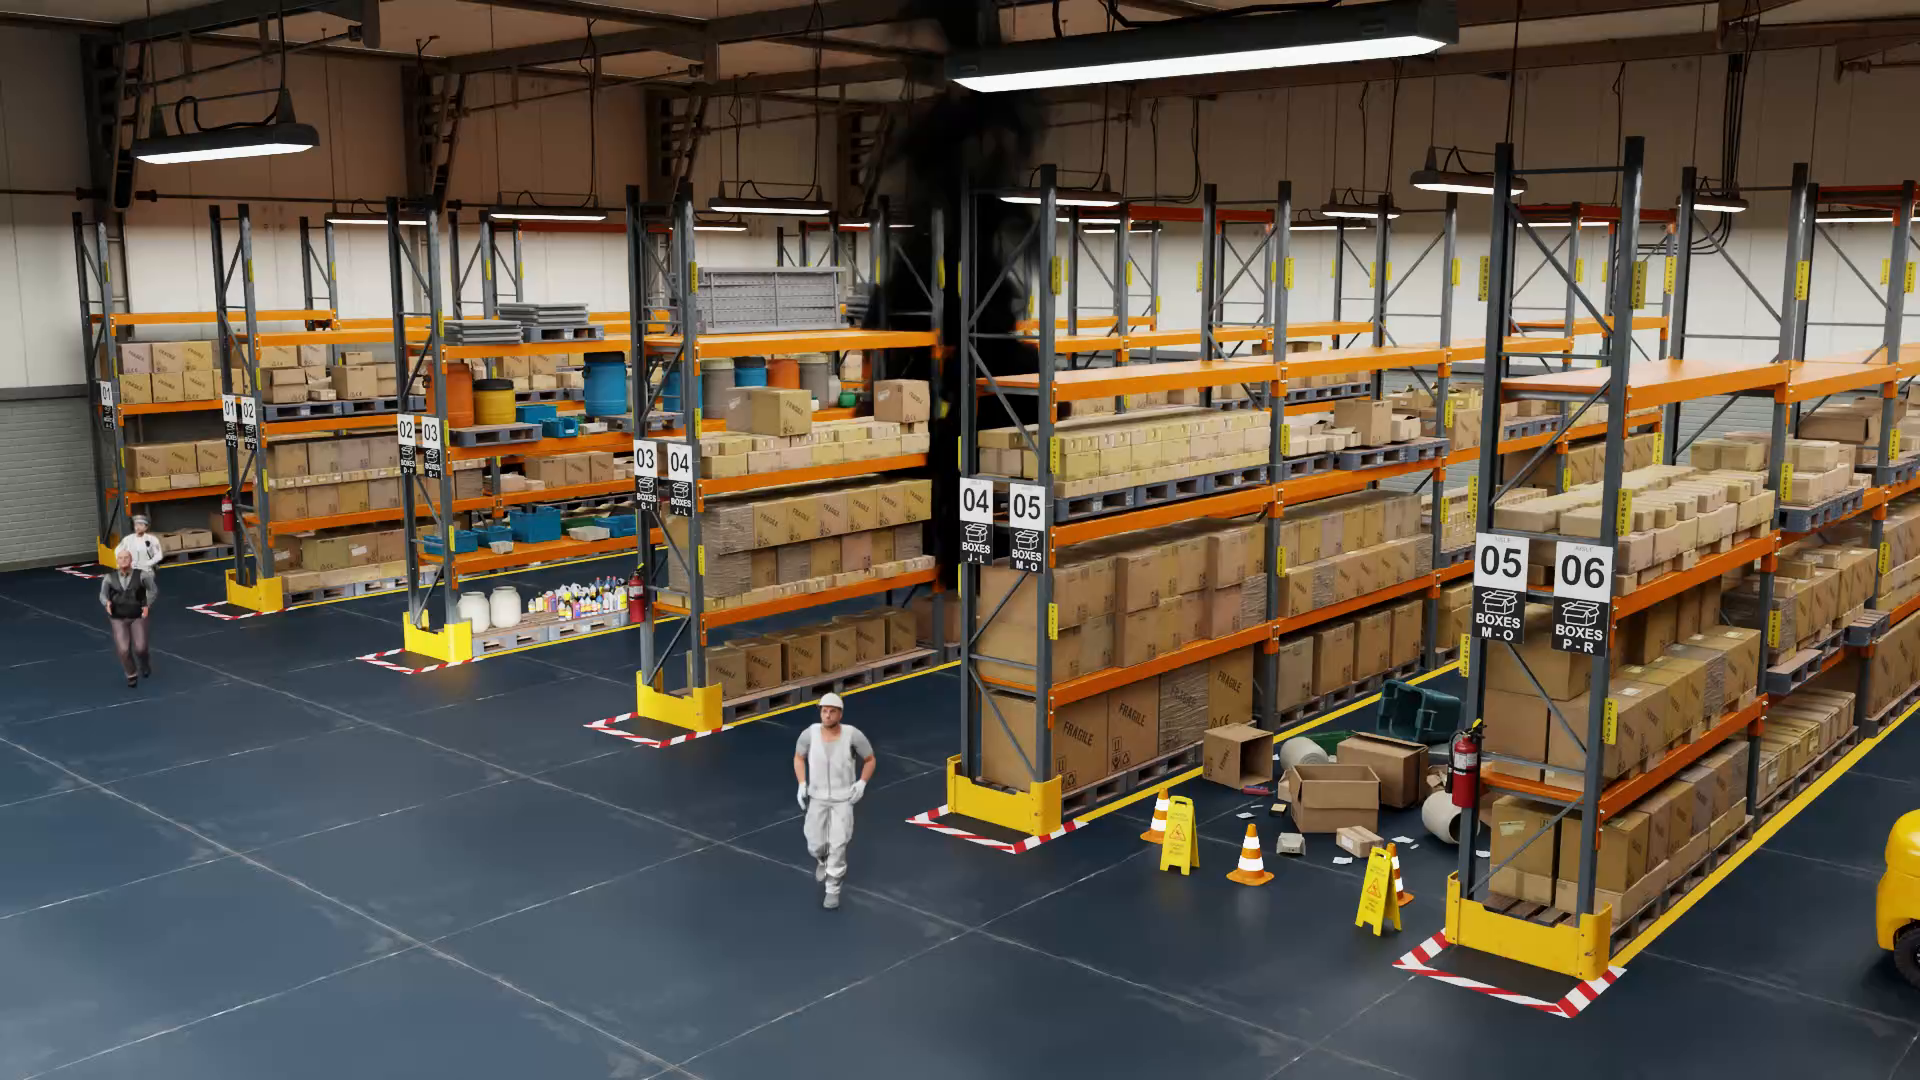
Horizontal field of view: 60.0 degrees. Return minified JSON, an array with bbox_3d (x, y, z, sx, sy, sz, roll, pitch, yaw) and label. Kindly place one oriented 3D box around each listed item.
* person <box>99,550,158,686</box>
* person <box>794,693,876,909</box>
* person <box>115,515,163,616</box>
[{"bbox_3d":[-10.206,0.963,20.427,0.654,1.672,0.598,-3,10,-20],"label":"person"},{"bbox_3d":[-1.018,2.083,13.526,0.678,1.754,0.593,1,9,4],"label":"person"},{"bbox_3d":[-11.600,0.465,23.509,0.629,1.646,0.510,-4,10,-20],"label":"person"}]
